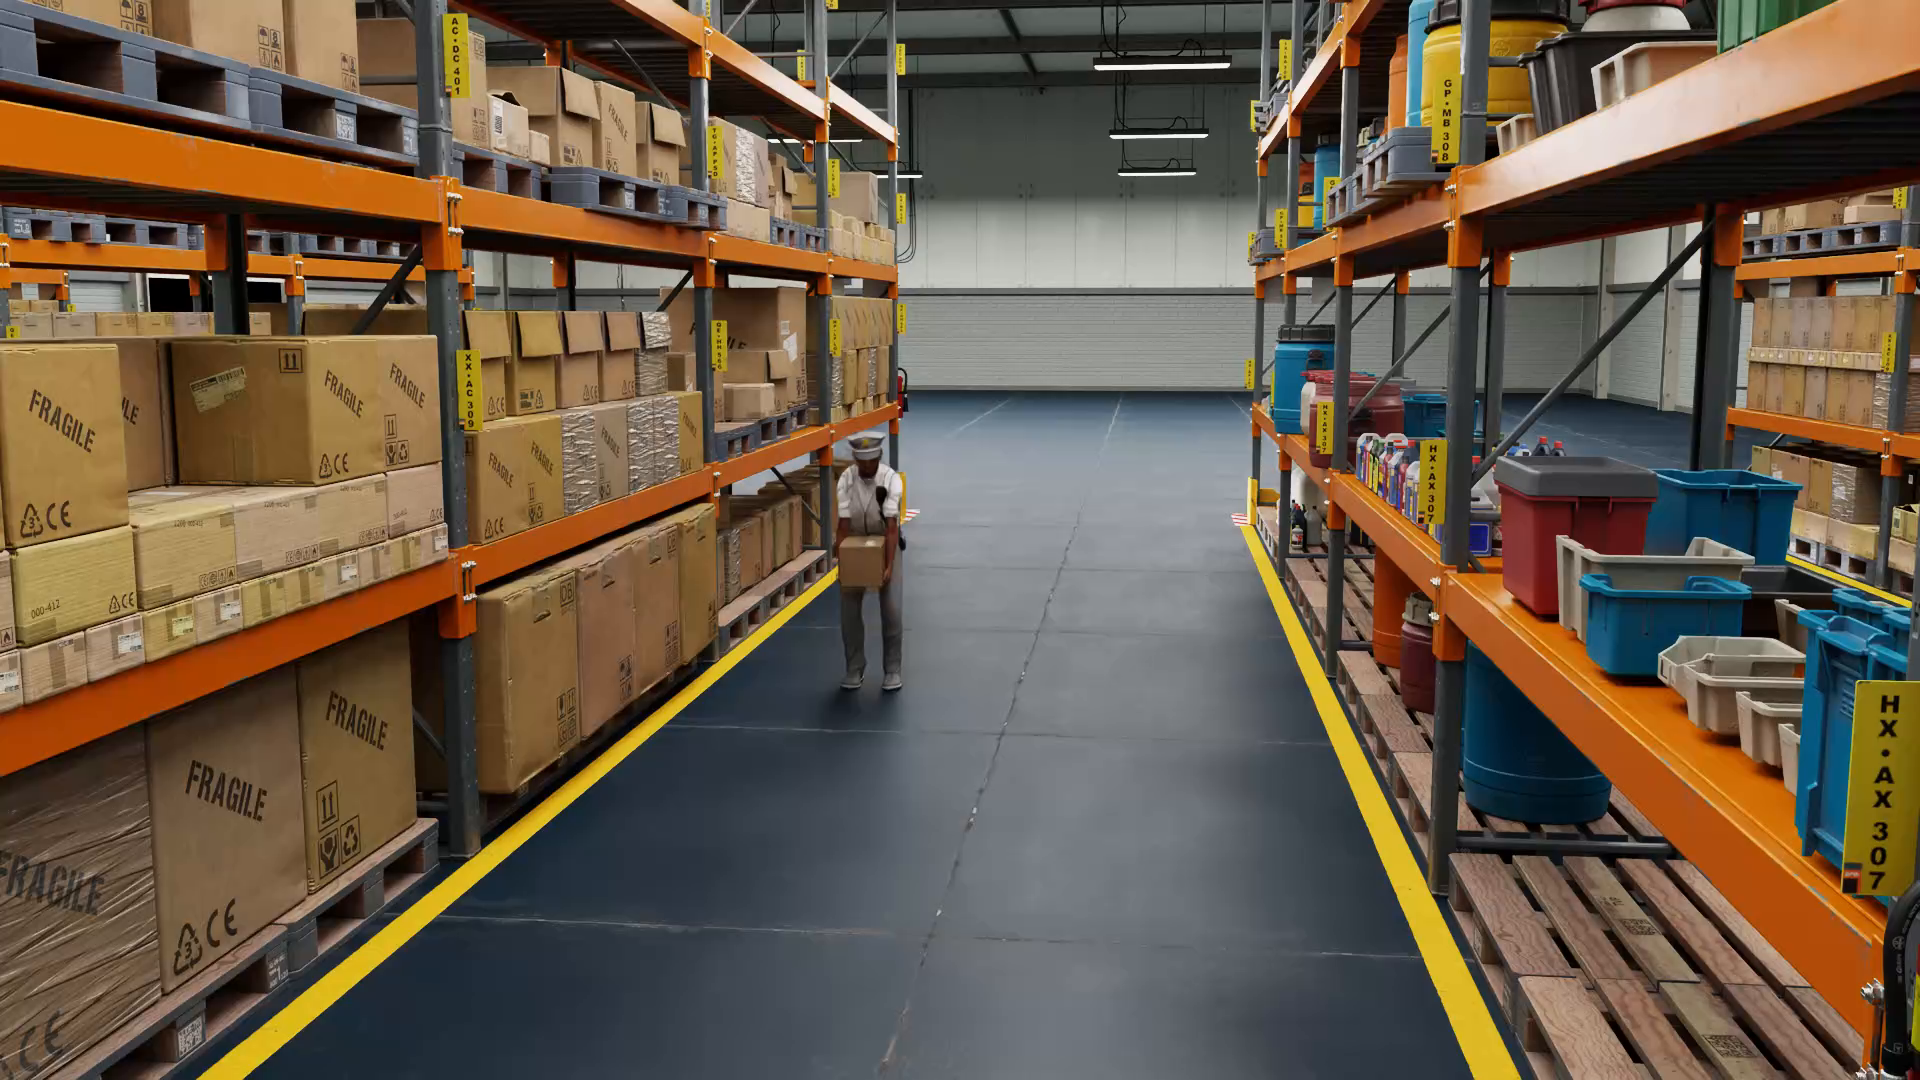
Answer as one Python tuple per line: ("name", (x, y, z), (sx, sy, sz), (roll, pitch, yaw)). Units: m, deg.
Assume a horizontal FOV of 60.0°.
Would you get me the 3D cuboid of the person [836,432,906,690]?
("person", (-0.547, 0.128, 10.146), (0.412, 1.595, 0.576), (1, 8, 5))
